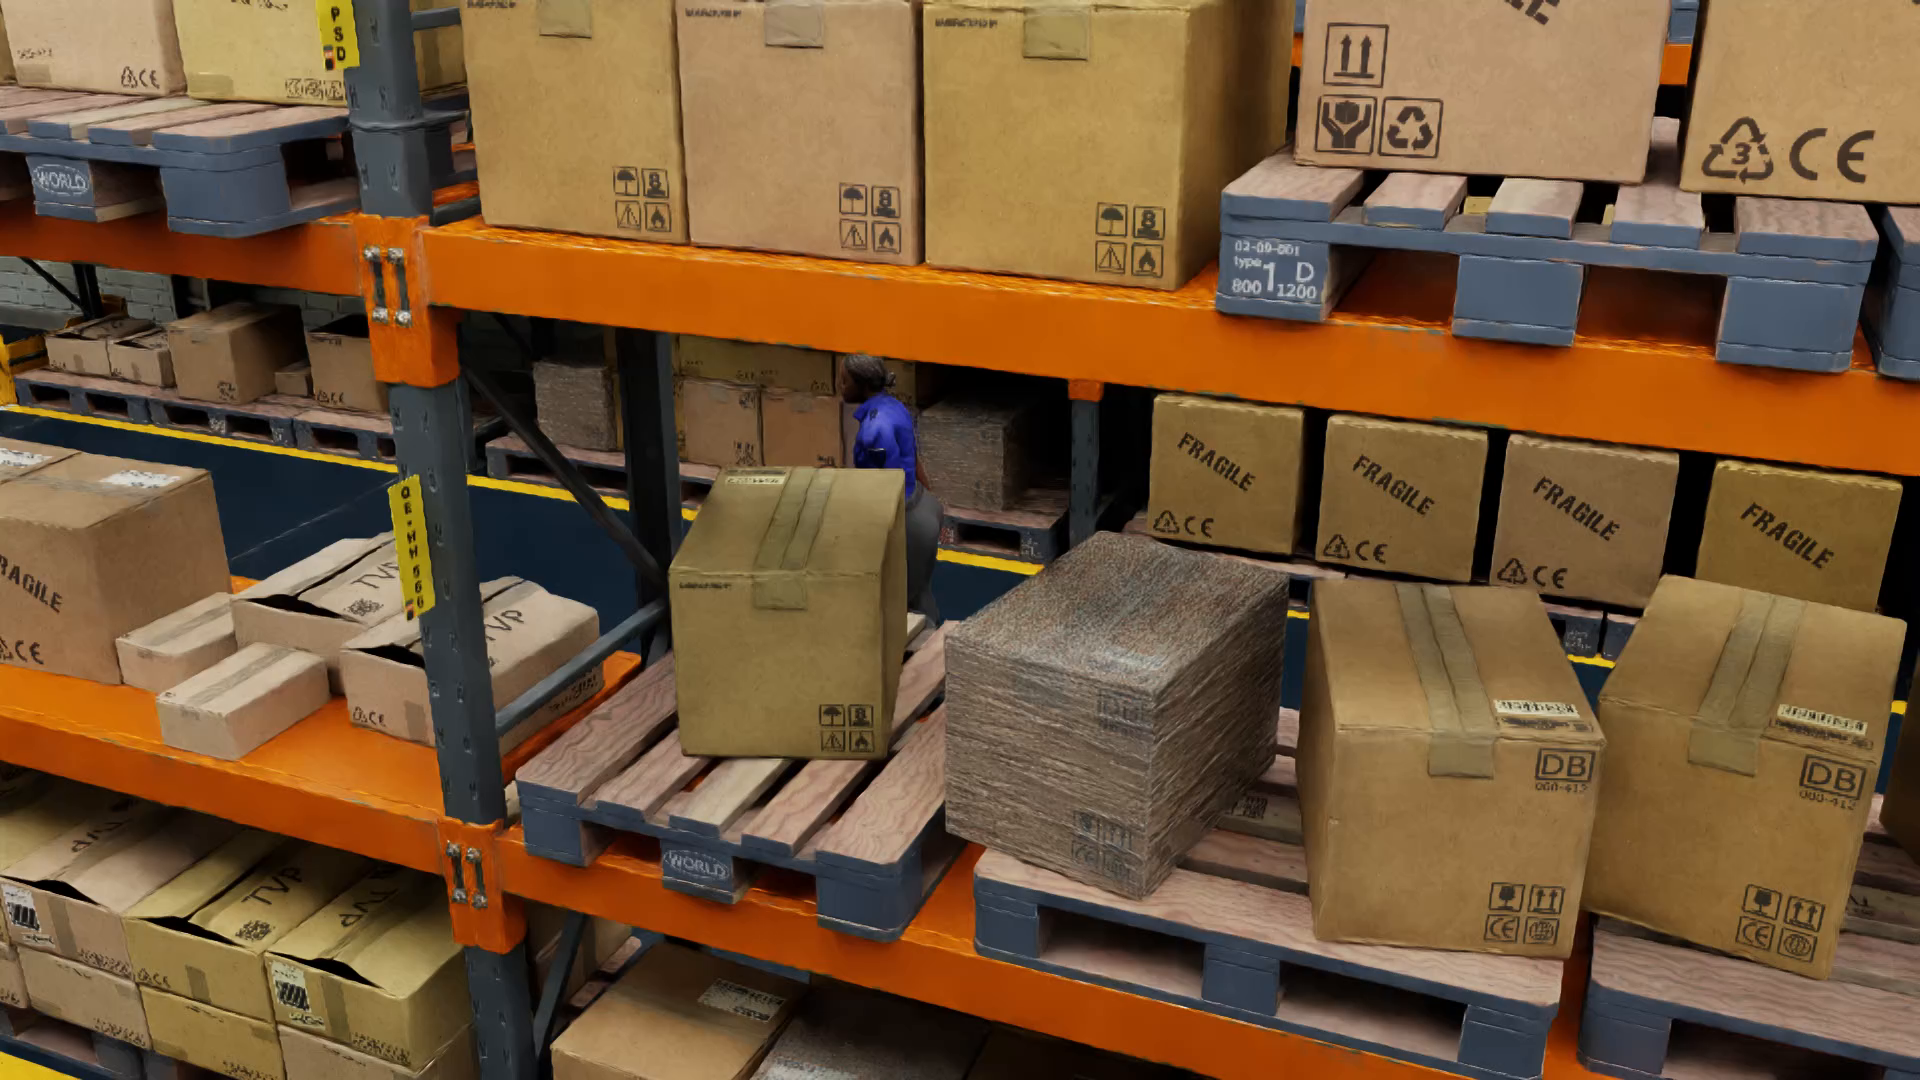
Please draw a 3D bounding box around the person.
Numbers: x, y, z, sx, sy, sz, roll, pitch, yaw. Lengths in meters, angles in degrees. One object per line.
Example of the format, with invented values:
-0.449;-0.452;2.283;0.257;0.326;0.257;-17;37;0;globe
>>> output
-0.215;-0.044;7.238;0.615;1.635;0.448;1;23;3;person
